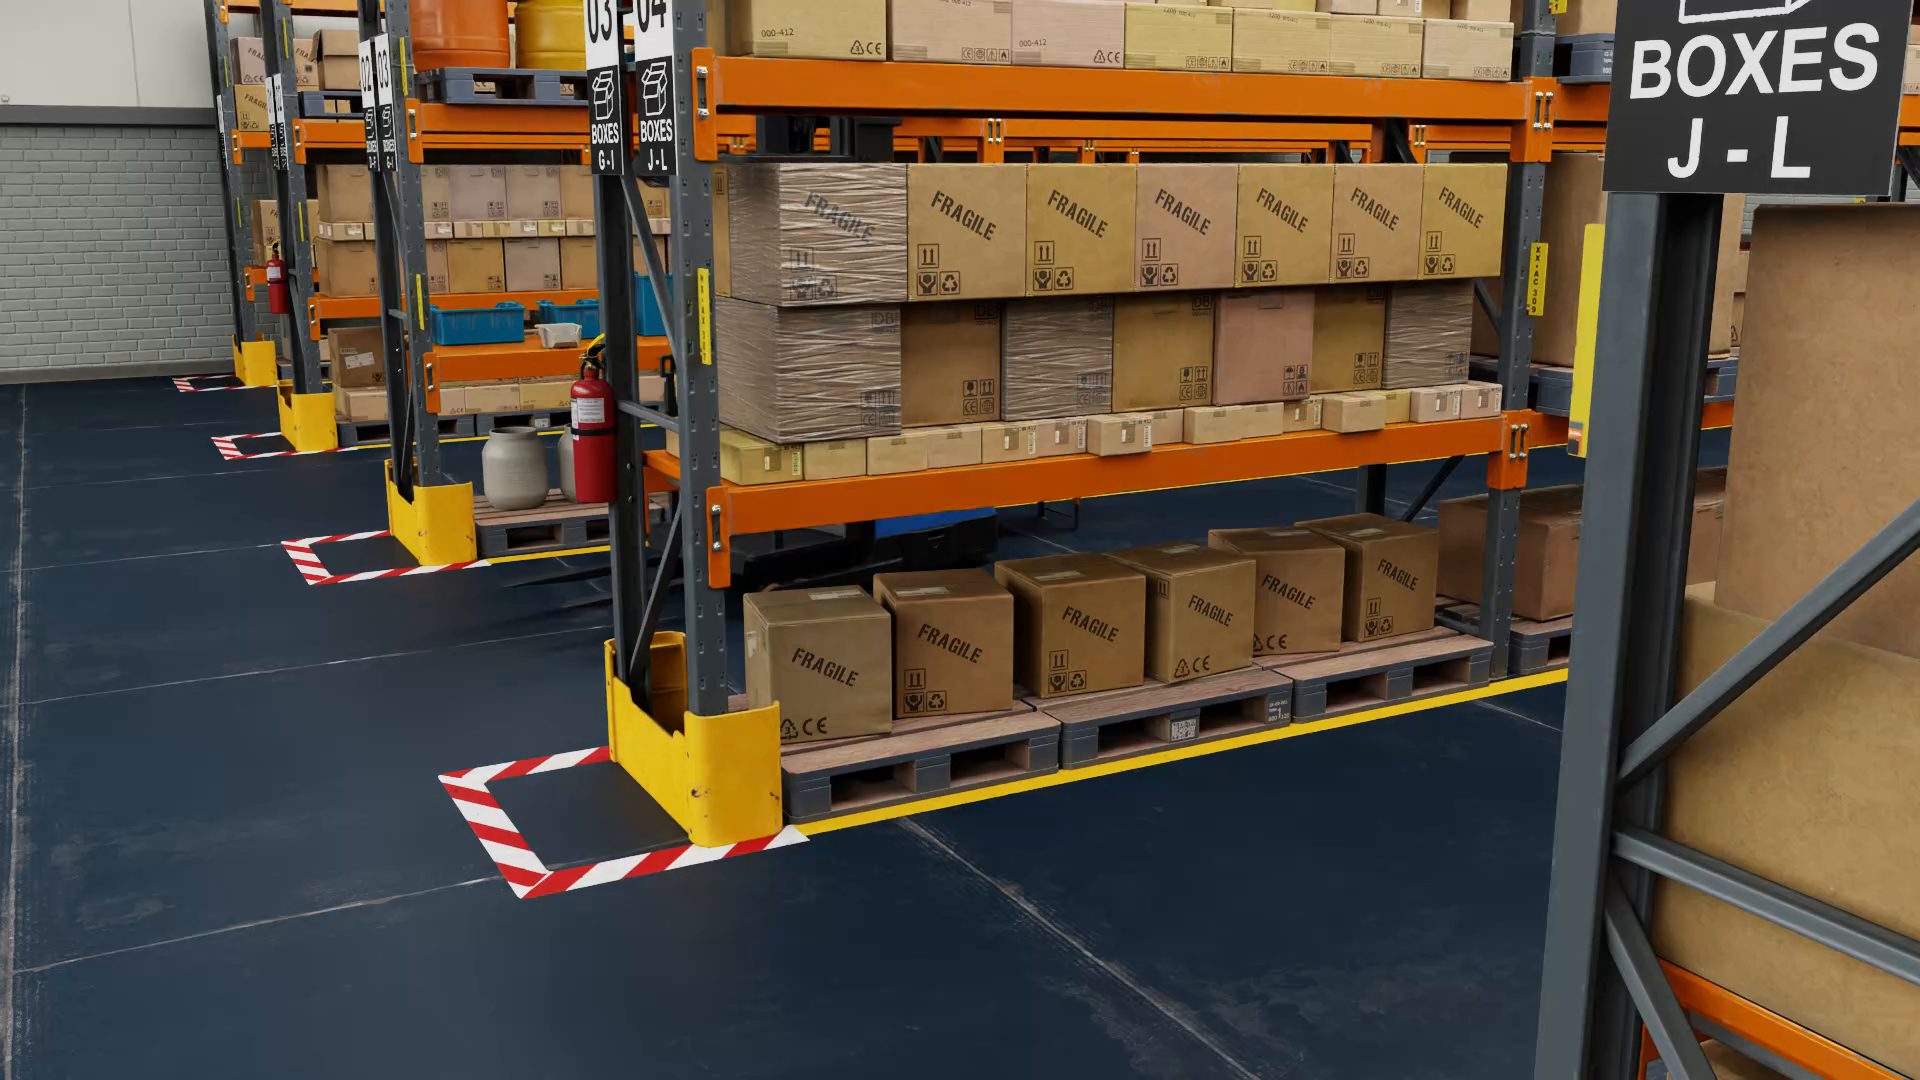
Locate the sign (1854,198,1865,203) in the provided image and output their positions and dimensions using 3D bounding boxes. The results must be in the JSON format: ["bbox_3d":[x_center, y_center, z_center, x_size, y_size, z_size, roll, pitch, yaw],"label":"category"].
[{"bbox_3d":[5.611,-1.966,10.375,0.005,0.325,0.100,-7,14,-28],"label":"sign"}]

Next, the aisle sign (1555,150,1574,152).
[{"bbox_3d":[8.078,-5.377,22.251,0.004,0.787,0.394,-7,14,-28],"label":"aisle sign"}]

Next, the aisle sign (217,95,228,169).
[{"bbox_3d":[-8.182,-4.519,18.438,0.004,0.787,0.394,-7,14,-28],"label":"aisle sign"}]

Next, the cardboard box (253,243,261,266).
[{"bbox_3d":[-7.945,-3.340,19.413,0.500,0.250,0.500,-7,14,-27],"label":"cardboard box"}]

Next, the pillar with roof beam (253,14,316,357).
[{"bbox_3d":[-5.999,-5.654,15.737,0.400,9.000,9.100,-7,14,-28],"label":"pillar with roof beam"}]

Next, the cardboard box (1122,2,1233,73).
[{"bbox_3d":[0.746,-2.006,6.702,0.500,0.250,0.500,-6,14,-26],"label":"cardboard box"}]

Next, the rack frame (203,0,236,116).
[{"bbox_3d":[-8.262,-6.243,18.355,0.127,3.000,1.000,-7,14,-28],"label":"rack frame"}]

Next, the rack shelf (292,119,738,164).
[{"bbox_3d":[-4.130,-3.685,15.458,4.000,0.370,1.077,-7,14,-28],"label":"rack shelf"}]

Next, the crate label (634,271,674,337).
[{"bbox_3d":[-2.029,-1.670,11.618,0.616,0.435,0.502,-7,14,-28],"label":"crate label"}]

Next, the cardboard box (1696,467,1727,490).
[{"bbox_3d":[4.326,-0.093,9.383,0.500,0.500,0.700,-6,14,-23],"label":"cardboard box"}]

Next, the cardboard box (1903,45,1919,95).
[{"bbox_3d":[4.709,-2.480,8.808,0.500,0.250,0.500,-6,14,-26],"label":"cardboard box"}]

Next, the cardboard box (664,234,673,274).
[{"bbox_3d":[-2.761,-2.784,16.420,0.500,0.500,0.700,-7,15,-29],"label":"cardboard box"}]

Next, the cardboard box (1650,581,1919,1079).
[{"bbox_3d":[1.450,0.393,2.190,0.550,0.550,0.875,-7,14,-28],"label":"cardboard box"}]

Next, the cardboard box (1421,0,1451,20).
[{"bbox_3d":[1.944,-2.358,7.356,0.250,0.149,0.380,-7,14,-27],"label":"cardboard box"}]

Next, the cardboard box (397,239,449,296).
[{"bbox_3d":[-5.011,-2.514,15.220,0.500,0.500,0.700,-6,14,-26],"label":"cardboard box"}]

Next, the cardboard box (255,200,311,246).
[{"bbox_3d":[-7.699,-3.611,18.912,0.500,0.500,0.500,-7,14,-28],"label":"cardboard box"}]

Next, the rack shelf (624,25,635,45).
[{"bbox_3d":[-2.996,-6.328,21.283,4.000,0.370,1.077,-7,14,-28],"label":"rack shelf"}]

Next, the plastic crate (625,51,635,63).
[{"bbox_3d":[-1.986,-3.121,11.352,0.575,0.384,0.392,-7,14,-28],"label":"plastic crate"}]

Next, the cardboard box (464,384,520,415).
[{"bbox_3d":[-4.432,-1.345,15.560,0.500,0.250,0.500,-7,14,-28],"label":"cardboard box"}]

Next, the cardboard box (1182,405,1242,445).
[{"bbox_3d":[0.997,-0.517,7.145,0.250,0.149,0.380,-7,14,-28],"label":"cardboard box"}]

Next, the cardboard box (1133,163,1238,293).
[{"bbox_3d":[0.788,-1.298,6.861,0.500,0.500,0.500,-7,14,-28],"label":"cardboard box"}]

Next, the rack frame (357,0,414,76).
[{"bbox_3d":[-3.515,-4.334,9.872,0.127,3.000,1.000,-7,14,-28],"label":"rack frame"}]

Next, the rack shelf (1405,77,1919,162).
[{"bbox_3d":[4.124,-2.196,8.843,4.000,0.370,1.077,-7,14,-28],"label":"rack shelf"}]

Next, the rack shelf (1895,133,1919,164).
[{"bbox_3d":[8.773,-3.992,16.824,4.000,0.370,1.077,-7,14,-28],"label":"rack shelf"}]

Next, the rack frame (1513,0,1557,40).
[{"bbox_3d":[2.369,-3.800,7.500,0.127,3.000,1.000,-7,14,-28],"label":"rack frame"}]

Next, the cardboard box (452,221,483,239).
[{"bbox_3d":[-4.532,-2.836,15.174,0.250,0.149,0.380,-7,15,-30],"label":"cardboard box"}]

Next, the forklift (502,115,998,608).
[{"bbox_3d":[-1.170,-1.150,9.541,3.031,2.935,1.130,-12,17,-43],"label":"forklift"}]

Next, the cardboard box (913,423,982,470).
[{"bbox_3d":[-0.113,-0.391,6.585,0.250,0.149,0.380,-7,14,-28],"label":"cardboard box"}]

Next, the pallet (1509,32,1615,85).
[{"bbox_3d":[2.962,-2.290,8.047,1.003,0.211,1.213,-7,14,-28],"label":"pallet"}]

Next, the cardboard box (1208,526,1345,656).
[{"bbox_3d":[1.500,0.237,7.960,0.500,0.500,0.500,-2,13,-10],"label":"cardboard box"}]

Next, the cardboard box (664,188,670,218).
[{"bbox_3d":[-2.761,-3.417,16.277,0.500,0.500,0.700,-7,14,-28],"label":"cardboard box"}]

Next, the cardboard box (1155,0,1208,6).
[{"bbox_3d":[0.789,-2.217,6.732,0.250,0.149,0.380,-7,15,-30],"label":"cardboard box"}]

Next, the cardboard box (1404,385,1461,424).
[{"bbox_3d":[2.097,-0.647,7.725,0.250,0.149,0.380,-7,14,-28],"label":"cardboard box"}]

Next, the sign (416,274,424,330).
[{"bbox_3d":[-3.255,-1.436,10.027,0.005,0.325,0.100,-7,14,-28],"label":"sign"}]

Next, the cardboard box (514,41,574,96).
[{"bbox_3d":[-3.880,-4.421,15.579,0.637,0.503,0.797,-5,14,-22],"label":"cardboard box"}]

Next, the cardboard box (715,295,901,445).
[{"bbox_3d":[-0.646,-0.699,6.479,0.500,0.500,0.875,-7,14,-28],"label":"cardboard box"}]

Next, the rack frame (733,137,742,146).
[{"bbox_3d":[-2.374,-2.783,16.643,0.127,3.000,1.000,-7,14,-28],"label":"rack frame"}]

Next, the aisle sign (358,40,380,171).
[{"bbox_3d":[-3.721,-2.725,10.466,0.004,0.787,0.394,-7,14,-28],"label":"aisle sign"}]

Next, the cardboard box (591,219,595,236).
[{"bbox_3d":[-3.404,-2.972,15.777,0.250,0.149,0.380,-7,14,-28],"label":"cardboard box"}]

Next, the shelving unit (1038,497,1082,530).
[{"bbox_3d":[0.257,-0.608,11.250,1.048,1.125,0.538,-7,15,-30],"label":"shelving unit"}]

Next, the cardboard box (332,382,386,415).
[{"bbox_3d":[-5.556,-1.339,15.533,0.500,0.250,0.500,-7,14,-28],"label":"cardboard box"}]

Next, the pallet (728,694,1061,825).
[{"bbox_3d":[-0.345,0.821,6.980,1.213,0.211,1.003,-7,14,-28],"label":"pallet"}]

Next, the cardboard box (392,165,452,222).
[{"bbox_3d":[-4.964,-3.152,15.103,0.500,0.500,0.700,-7,15,-29],"label":"cardboard box"}]

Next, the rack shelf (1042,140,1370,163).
[{"bbox_3d":[2.892,-4.527,19.198,4.000,0.370,1.077,-7,14,-28],"label":"rack shelf"}]

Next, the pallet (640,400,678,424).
[{"bbox_3d":[-3.093,-1.347,16.614,1.213,0.211,1.003,-7,14,-28],"label":"pallet"}]

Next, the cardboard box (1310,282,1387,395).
[{"bbox_3d":[1.489,-0.986,7.754,0.500,0.500,0.875,-7,14,-28],"label":"cardboard box"}]

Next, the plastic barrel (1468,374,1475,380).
[{"bbox_3d":[4.919,-1.451,15.260,0.708,0.588,0.600,-7,14,-28],"label":"plastic barrel"}]

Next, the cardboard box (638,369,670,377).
[{"bbox_3d":[-3.121,-1.871,16.189,0.500,0.500,0.500,-7,14,-28],"label":"cardboard box"}]

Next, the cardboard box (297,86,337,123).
[{"bbox_3d":[-7.360,-4.875,18.834,0.500,0.500,0.500,-6,14,-24],"label":"cardboard box"}]

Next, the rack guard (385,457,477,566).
[{"bbox_3d":[-3.471,-0.205,10.880,0.348,0.500,1.175,-7,14,-28],"label":"rack guard"}]
